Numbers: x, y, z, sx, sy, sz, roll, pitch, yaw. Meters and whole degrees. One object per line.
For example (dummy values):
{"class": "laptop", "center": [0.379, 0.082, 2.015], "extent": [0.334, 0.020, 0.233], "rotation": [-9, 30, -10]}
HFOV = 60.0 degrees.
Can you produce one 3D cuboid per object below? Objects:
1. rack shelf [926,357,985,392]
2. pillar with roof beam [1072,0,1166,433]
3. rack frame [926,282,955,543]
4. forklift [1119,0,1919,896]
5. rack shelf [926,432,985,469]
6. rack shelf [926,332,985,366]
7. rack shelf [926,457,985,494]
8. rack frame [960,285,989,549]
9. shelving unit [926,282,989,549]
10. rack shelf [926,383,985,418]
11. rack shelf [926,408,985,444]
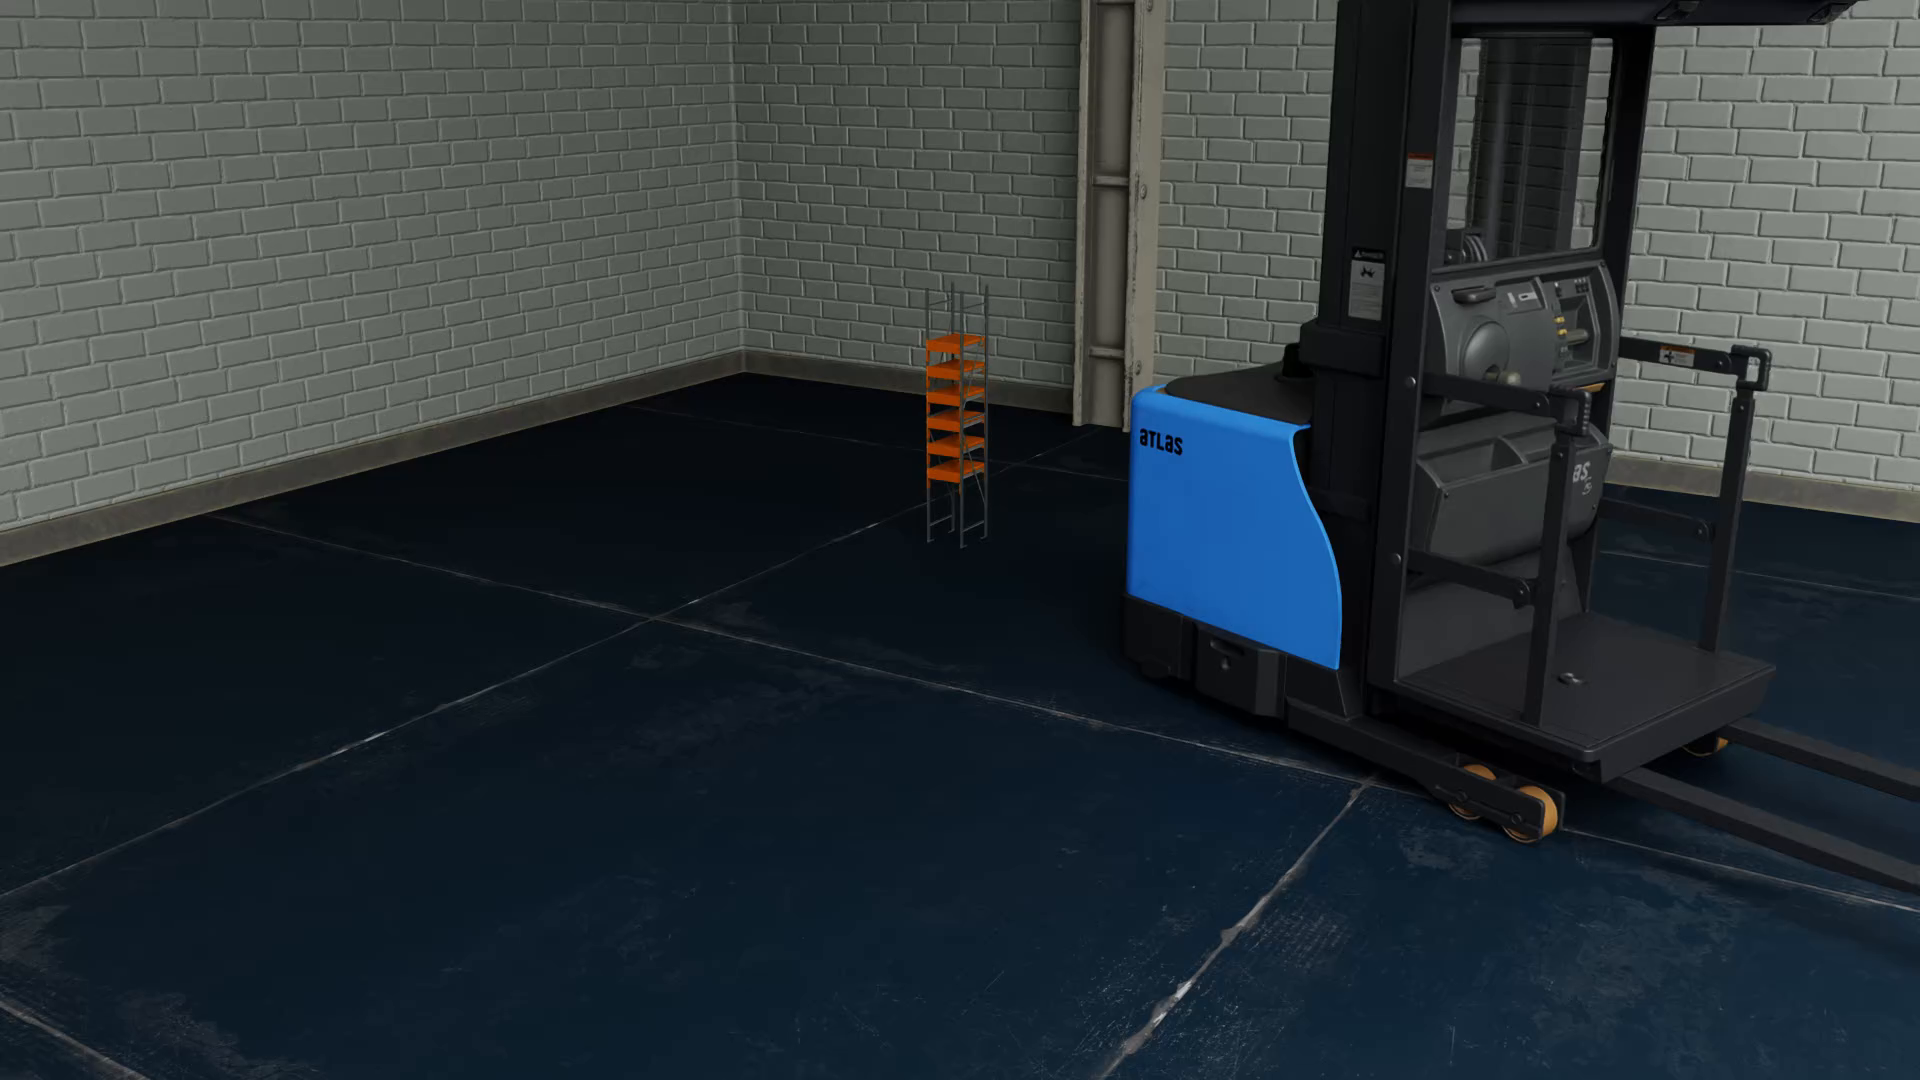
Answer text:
{"class": "rack shelf", "center": [-0.012, -0.763, 7.657], "extent": [0.180, 0.103, 0.258], "rotation": [10, 20, 30]}
{"class": "pillar with roof beam", "center": [-1.318, -3.953, 5.413], "extent": [0.400, 9.000, 9.100], "rotation": [10, 20, 30]}
{"class": "rack frame", "center": [-0.090, -0.590, 7.760], "extent": [0.006, 1.200, 0.240], "rotation": [10, 20, 30]}
{"class": "forklift", "center": [1.905, -0.668, 5.038], "extent": [1.130, 2.935, 3.031], "rotation": [-13, 21, -36]}
{"class": "rack shelf", "center": [-0.012, -0.419, 7.762], "extent": [0.180, 0.103, 0.258], "rotation": [10, 20, 30]}
{"class": "rack shelf", "center": [-0.012, -0.878, 7.622], "extent": [0.180, 0.103, 0.258], "rotation": [10, 20, 30]}
{"class": "rack shelf", "center": [-0.012, -0.304, 7.797], "extent": [0.180, 0.103, 0.258], "rotation": [10, 20, 30]}
{"class": "rack frame", "center": [0.066, -0.562, 7.668], "extent": [0.006, 1.200, 0.240], "rotation": [10, 20, 30]}
{"class": "shelving unit", "center": [-0.012, -0.576, 7.714], "extent": [0.189, 1.200, 0.258], "rotation": [10, 20, 30]}
{"class": "rack shelf", "center": [-0.012, -0.649, 7.692], "extent": [0.180, 0.103, 0.258], "rotation": [10, 20, 30]}
{"class": "rack shelf", "center": [-0.012, -0.534, 7.727], "extent": [0.180, 0.103, 0.258], "rotation": [10, 20, 30]}
